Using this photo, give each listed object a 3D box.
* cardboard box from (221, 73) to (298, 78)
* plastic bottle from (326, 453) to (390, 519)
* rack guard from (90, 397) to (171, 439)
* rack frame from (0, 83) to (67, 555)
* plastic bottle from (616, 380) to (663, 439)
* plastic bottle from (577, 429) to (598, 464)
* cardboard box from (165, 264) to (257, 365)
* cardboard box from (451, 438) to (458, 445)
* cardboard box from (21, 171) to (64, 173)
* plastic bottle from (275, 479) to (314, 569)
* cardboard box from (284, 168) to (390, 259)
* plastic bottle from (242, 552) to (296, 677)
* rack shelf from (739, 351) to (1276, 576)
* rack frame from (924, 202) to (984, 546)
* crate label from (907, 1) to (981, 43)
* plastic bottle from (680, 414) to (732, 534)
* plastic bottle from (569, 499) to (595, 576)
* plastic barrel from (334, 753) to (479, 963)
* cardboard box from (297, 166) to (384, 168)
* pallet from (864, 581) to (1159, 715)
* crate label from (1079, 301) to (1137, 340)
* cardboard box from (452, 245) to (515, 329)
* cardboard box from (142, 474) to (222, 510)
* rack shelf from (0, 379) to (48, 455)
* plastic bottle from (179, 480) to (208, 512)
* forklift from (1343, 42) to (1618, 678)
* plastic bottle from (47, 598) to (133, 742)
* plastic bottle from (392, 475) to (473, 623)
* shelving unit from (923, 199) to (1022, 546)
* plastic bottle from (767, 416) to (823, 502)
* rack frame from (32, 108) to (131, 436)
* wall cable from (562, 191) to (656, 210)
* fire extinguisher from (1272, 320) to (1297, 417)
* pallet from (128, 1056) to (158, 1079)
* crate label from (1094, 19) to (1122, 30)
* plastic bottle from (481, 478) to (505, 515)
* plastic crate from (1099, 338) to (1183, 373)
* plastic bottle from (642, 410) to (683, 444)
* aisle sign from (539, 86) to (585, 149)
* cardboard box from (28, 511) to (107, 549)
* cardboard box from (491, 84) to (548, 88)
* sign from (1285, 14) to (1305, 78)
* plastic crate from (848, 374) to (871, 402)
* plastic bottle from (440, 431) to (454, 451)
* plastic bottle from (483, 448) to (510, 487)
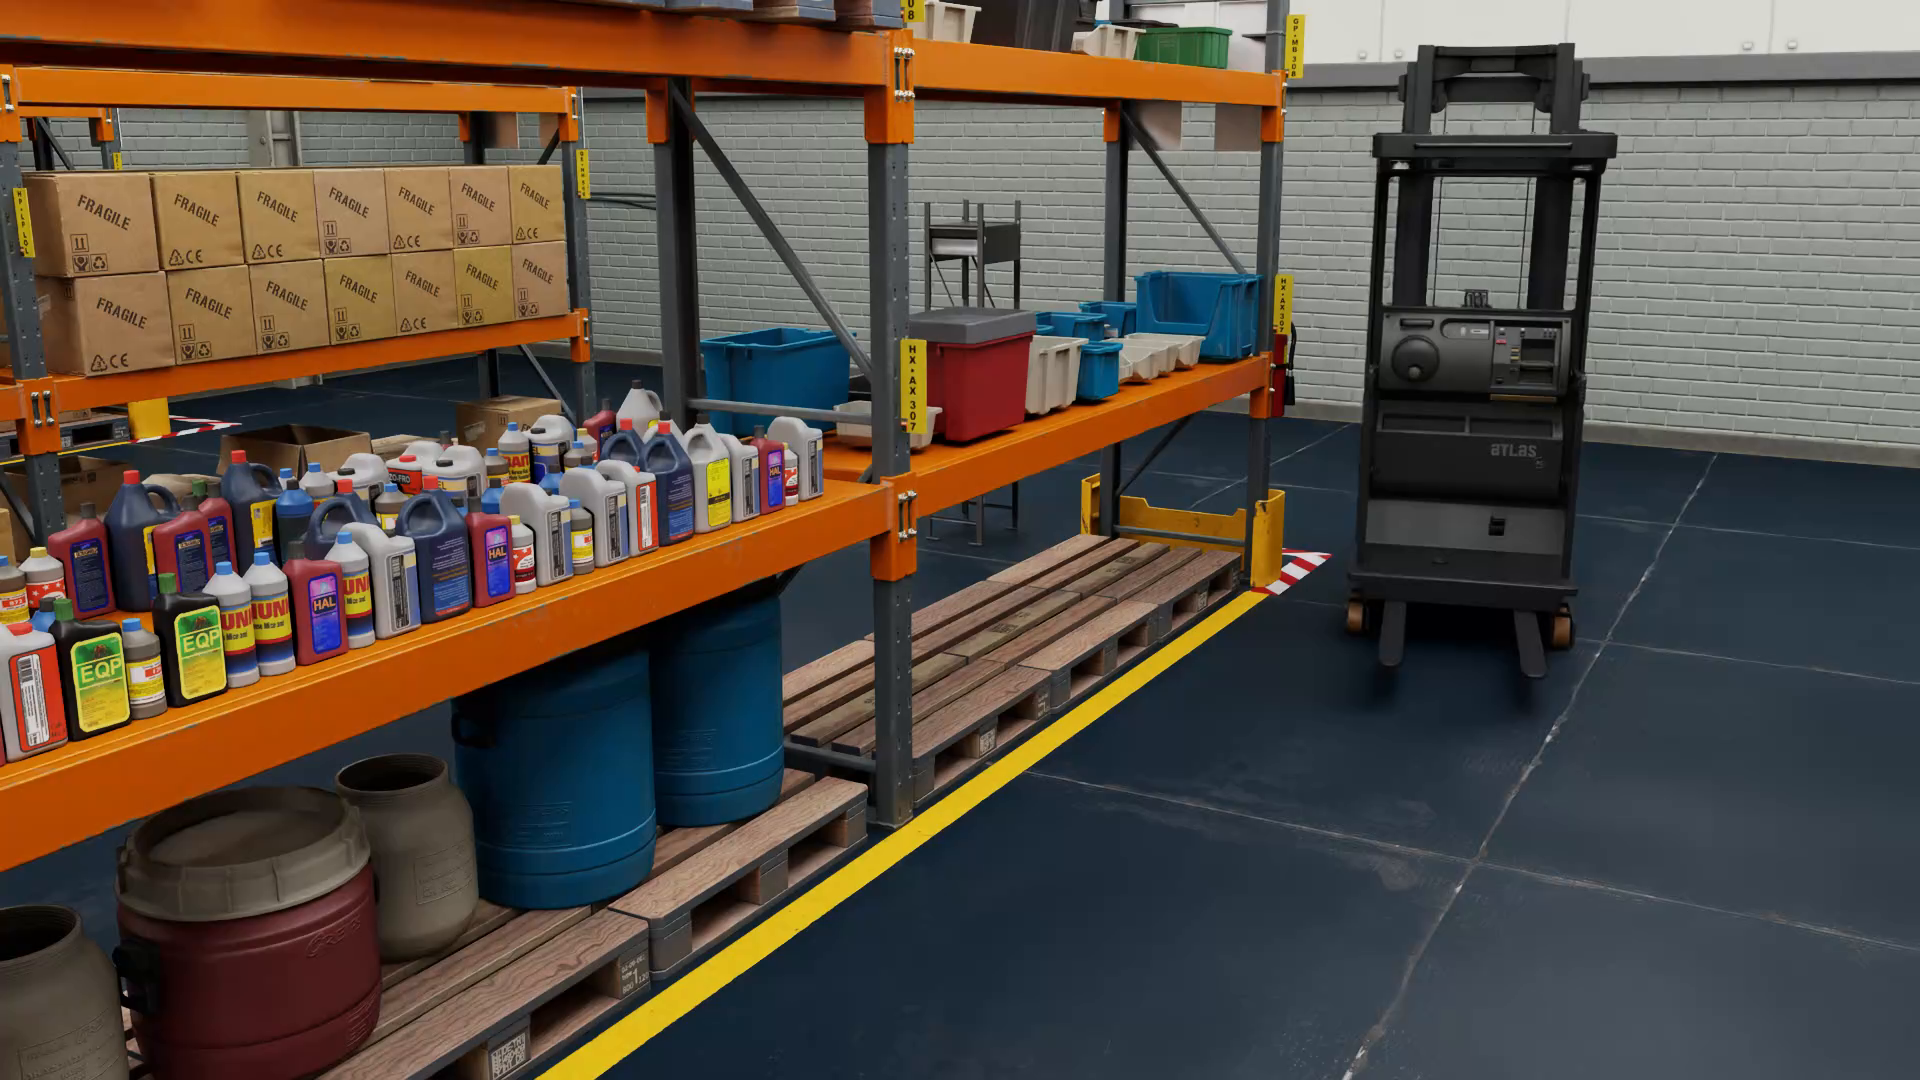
[{"bbox_3d":[-4.035,-2.682,9.176,0.500,0.250,0.500,7,15,28],"label":"cardboard box"},{"bbox_3d":[-1.758,-0.108,4.848,0.152,0.276,0.135,7,15,28],"label":"plastic bottle"},{"bbox_3d":[-7.368,-1.191,14.407,1.175,0.500,0.348,7,15,28],"label":"rack guard"},{"bbox_3d":[-4.975,-1.020,8.364,1.000,3.000,0.127,7,15,28],"label":"rack frame"},{"bbox_3d":[-1.114,-0.390,5.857,0.144,0.351,0.185,7,15,28],"label":"plastic bottle"},{"bbox_3d":[-1.296,-0.281,5.725,0.097,0.201,0.097,0,14,0],"label":"plastic bottle"},{"bbox_3d":[-4.245,-1.248,9.095,0.500,0.500,0.500,8,16,29],"label":"cardboard box"},{"bbox_3d":[-3.545,-0.622,11.856,0.380,0.149,0.250,7,15,28],"label":"cardboard box"},{"bbox_3d":[-4.957,-1.688,8.787,0.500,0.500,0.500,7,15,28],"label":"cardboard box"},{"bbox_3d":[-1.806,-0.029,4.529,0.097,0.271,0.097,0,14,0],"label":"plastic bottle"},{"bbox_3d":[-3.754,-1.937,9.821,0.500,0.500,0.500,8,16,30],"label":"cardboard box"},{"bbox_3d":[-1.555,0.163,3.733,0.097,0.271,0.097,0,14,0],"label":"plastic bottle"},{"bbox_3d":[0.326,-0.519,7.820,1.077,0.370,4.000,7,15,28],"label":"rack shelf"},{"bbox_3d":[-0.038,-1.005,10.221,0.400,2.100,0.015,7,15,28],"label":"rack frame"},{"bbox_3d":[-0.151,-1.856,5.993,0.293,0.136,0.466,7,15,28],"label":"crate label"},{"bbox_3d":[-0.799,-0.208,5.103,0.144,0.351,0.185,7,15,28],"label":"plastic bottle"},{"bbox_3d":[-1.066,-0.011,4.603,0.097,0.201,0.097,0,14,0],"label":"plastic bottle"},{"bbox_3d":[-1.612,0.908,4.780,0.421,0.512,0.421,0,14,0],"label":"plastic barrel"},{"bbox_3d":[-3.979,-2.104,10.514,0.500,0.500,0.500,8,16,29],"label":"cardboard box"},{"bbox_3d":[0.270,0.491,8.046,1.003,0.211,1.213,7,15,28],"label":"pallet"},{"bbox_3d":[0.885,-1.213,9.394,0.416,0.233,0.303,7,15,28],"label":"crate label"},{"bbox_3d":[-3.267,-1.660,10.804,0.500,0.500,0.500,8,15,29],"label":"cardboard box"},{"bbox_3d":[-4.585,-0.230,9.884,0.500,0.311,0.500,7,15,28],"label":"cardboard box"},{"bbox_3d":[-5.942,-0.260,6.747,1.077,0.370,4.000,7,15,28],"label":"rack shelf"},{"bbox_3d":[-2.046,-0.012,4.431,0.061,0.283,0.133,7,15,28],"label":"plastic bottle"},{"bbox_3d":[2.591,-0.982,8.352,1.130,2.935,3.031,4,14,15],"label":"forklift"},{"bbox_3d":[-1.754,0.250,3.346,0.061,0.283,0.133,7,15,28],"label":"plastic bottle"},{"bbox_3d":[-1.331,0.018,4.166,0.144,0.351,0.185,7,15,28],"label":"plastic bottle"},{"bbox_3d":[0.080,-1.055,10.428,0.431,2.100,0.503,7,15,28],"label":"shelving unit"},{"bbox_3d":[-0.548,-0.280,5.560,0.152,0.276,0.135,7,15,28],"label":"plastic bottle"},{"bbox_3d":[-7.379,-2.401,14.093,1.000,3.000,0.127,7,15,28],"label":"rack frame"},{"bbox_3d":[-4.332,-4.928,18.399,3.097,2.526,0.112,7,15,28],"label":"wall cable"},{"bbox_3d":[1.764,-1.039,9.405,0.296,0.674,0.183,7,15,28],"label":"fire extinguisher"},{"bbox_3d":[-2.230,1.552,3.647,1.003,0.211,1.213,7,15,28],"label":"pallet"},{"bbox_3d":[0.564,-2.512,8.470,0.408,0.251,0.502,7,15,28],"label":"crate label"},{"bbox_3d":[-1.264,-0.035,4.552,0.097,0.271,0.097,0,14,0],"label":"plastic bottle"},{"bbox_3d":[0.905,-0.934,8.442,0.396,0.136,0.243,7,15,28],"label":"plastic crate"},{"bbox_3d":[-0.925,-0.225,5.171,0.144,0.351,0.185,7,15,28],"label":"plastic bottle"},{"bbox_3d":[-2.740,-3.084,11.378,0.394,0.787,0.004,7,15,28],"label":"aisle sign"},{"bbox_3d":[-4.583,0.012,8.883,0.500,0.311,0.500,7,15,28],"label":"cardboard box"},{"bbox_3d":[-3.059,-3.091,10.873,0.500,0.250,0.500,7,15,28],"label":"cardboard box"},{"bbox_3d":[1.782,-2.627,8.853,0.100,0.325,0.005,7,15,28],"label":"sign"},{"bbox_3d":[-0.335,-0.614,7.137,0.437,0.125,0.590,7,15,28],"label":"plastic crate"},{"bbox_3d":[-1.621,-0.192,5.180,0.061,0.283,0.133,7,15,28],"label":"plastic bottle"},{"bbox_3d":[-1.502,-0.194,5.362,0.097,0.201,0.097,0,14,0],"label":"plastic bottle"}]
